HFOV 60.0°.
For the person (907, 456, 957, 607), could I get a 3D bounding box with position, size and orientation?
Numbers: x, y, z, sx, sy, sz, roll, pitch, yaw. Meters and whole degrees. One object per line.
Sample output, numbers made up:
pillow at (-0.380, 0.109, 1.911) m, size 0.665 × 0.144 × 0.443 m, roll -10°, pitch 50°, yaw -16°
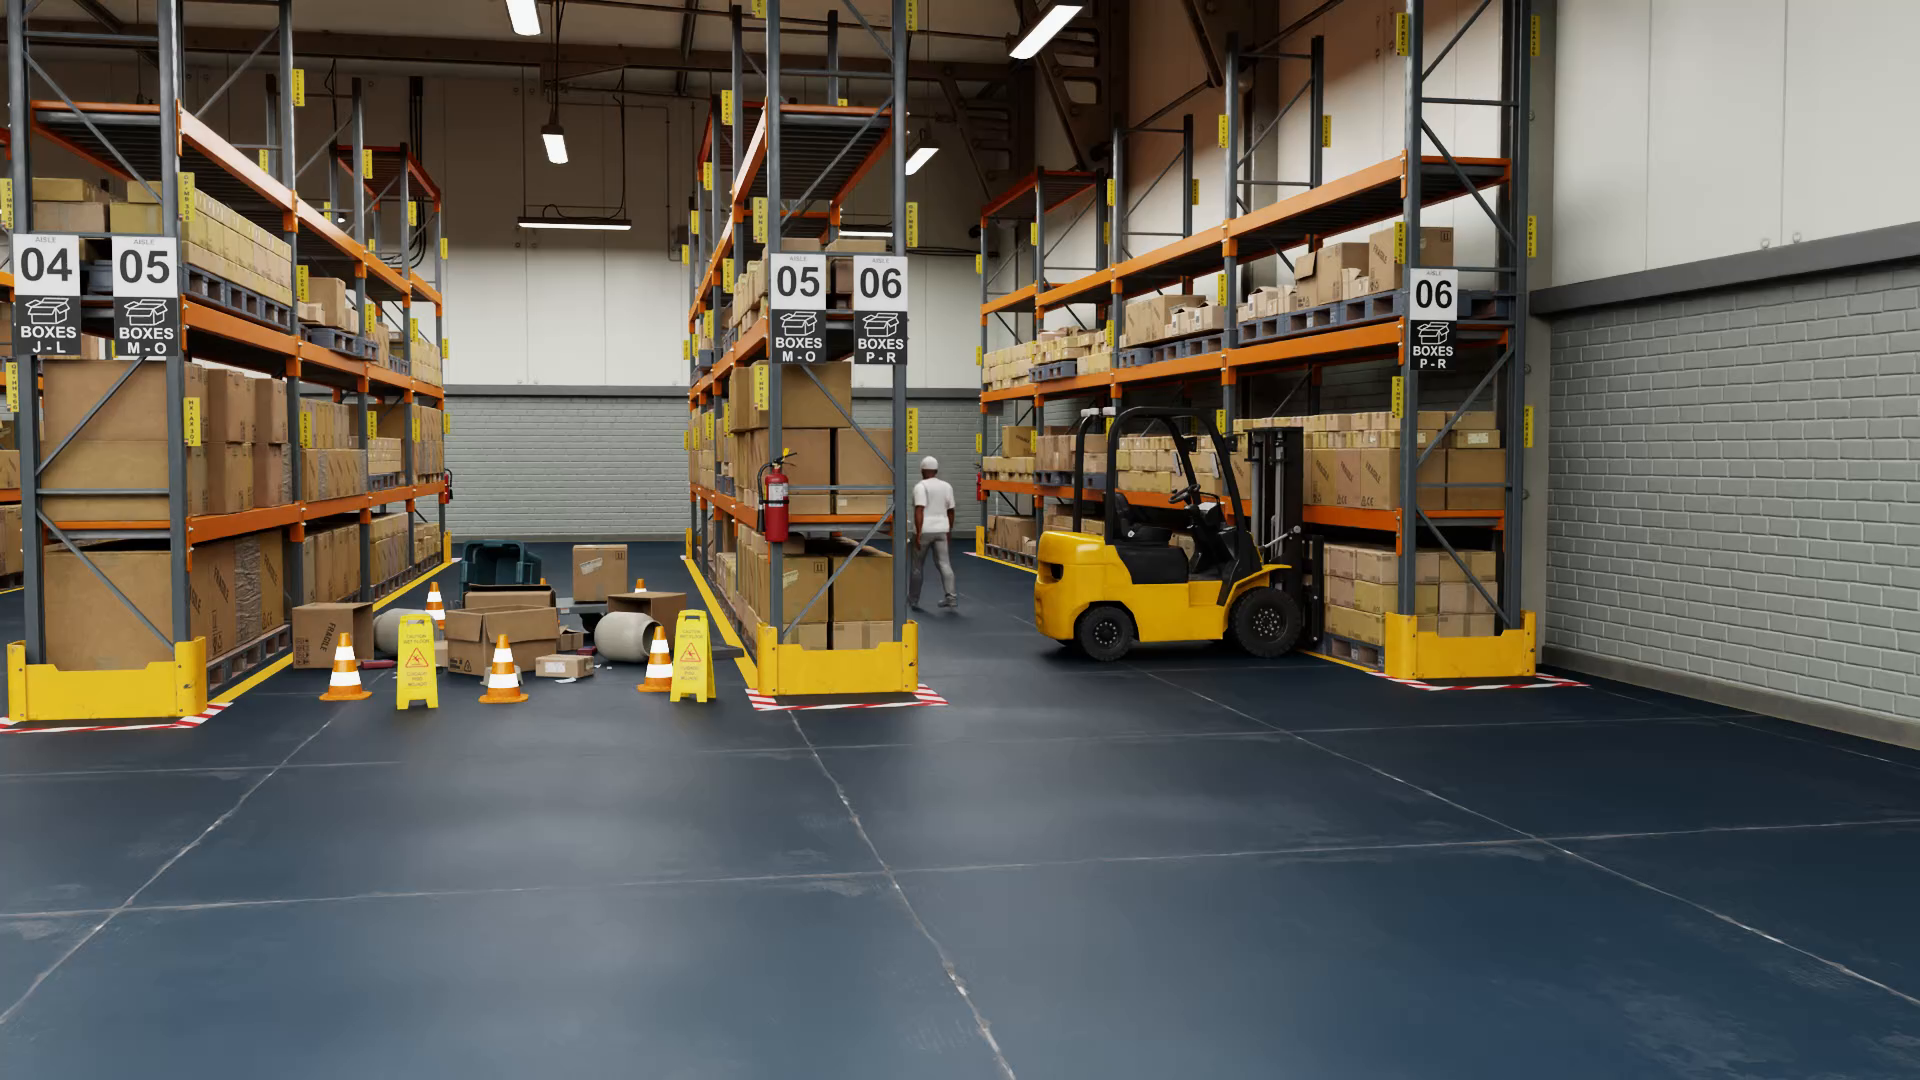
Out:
person at (-0.317, -0.086, 18.791) m, size 0.593 × 1.717 × 1.037 m, roll -2°, pitch 3°, yaw -29°
